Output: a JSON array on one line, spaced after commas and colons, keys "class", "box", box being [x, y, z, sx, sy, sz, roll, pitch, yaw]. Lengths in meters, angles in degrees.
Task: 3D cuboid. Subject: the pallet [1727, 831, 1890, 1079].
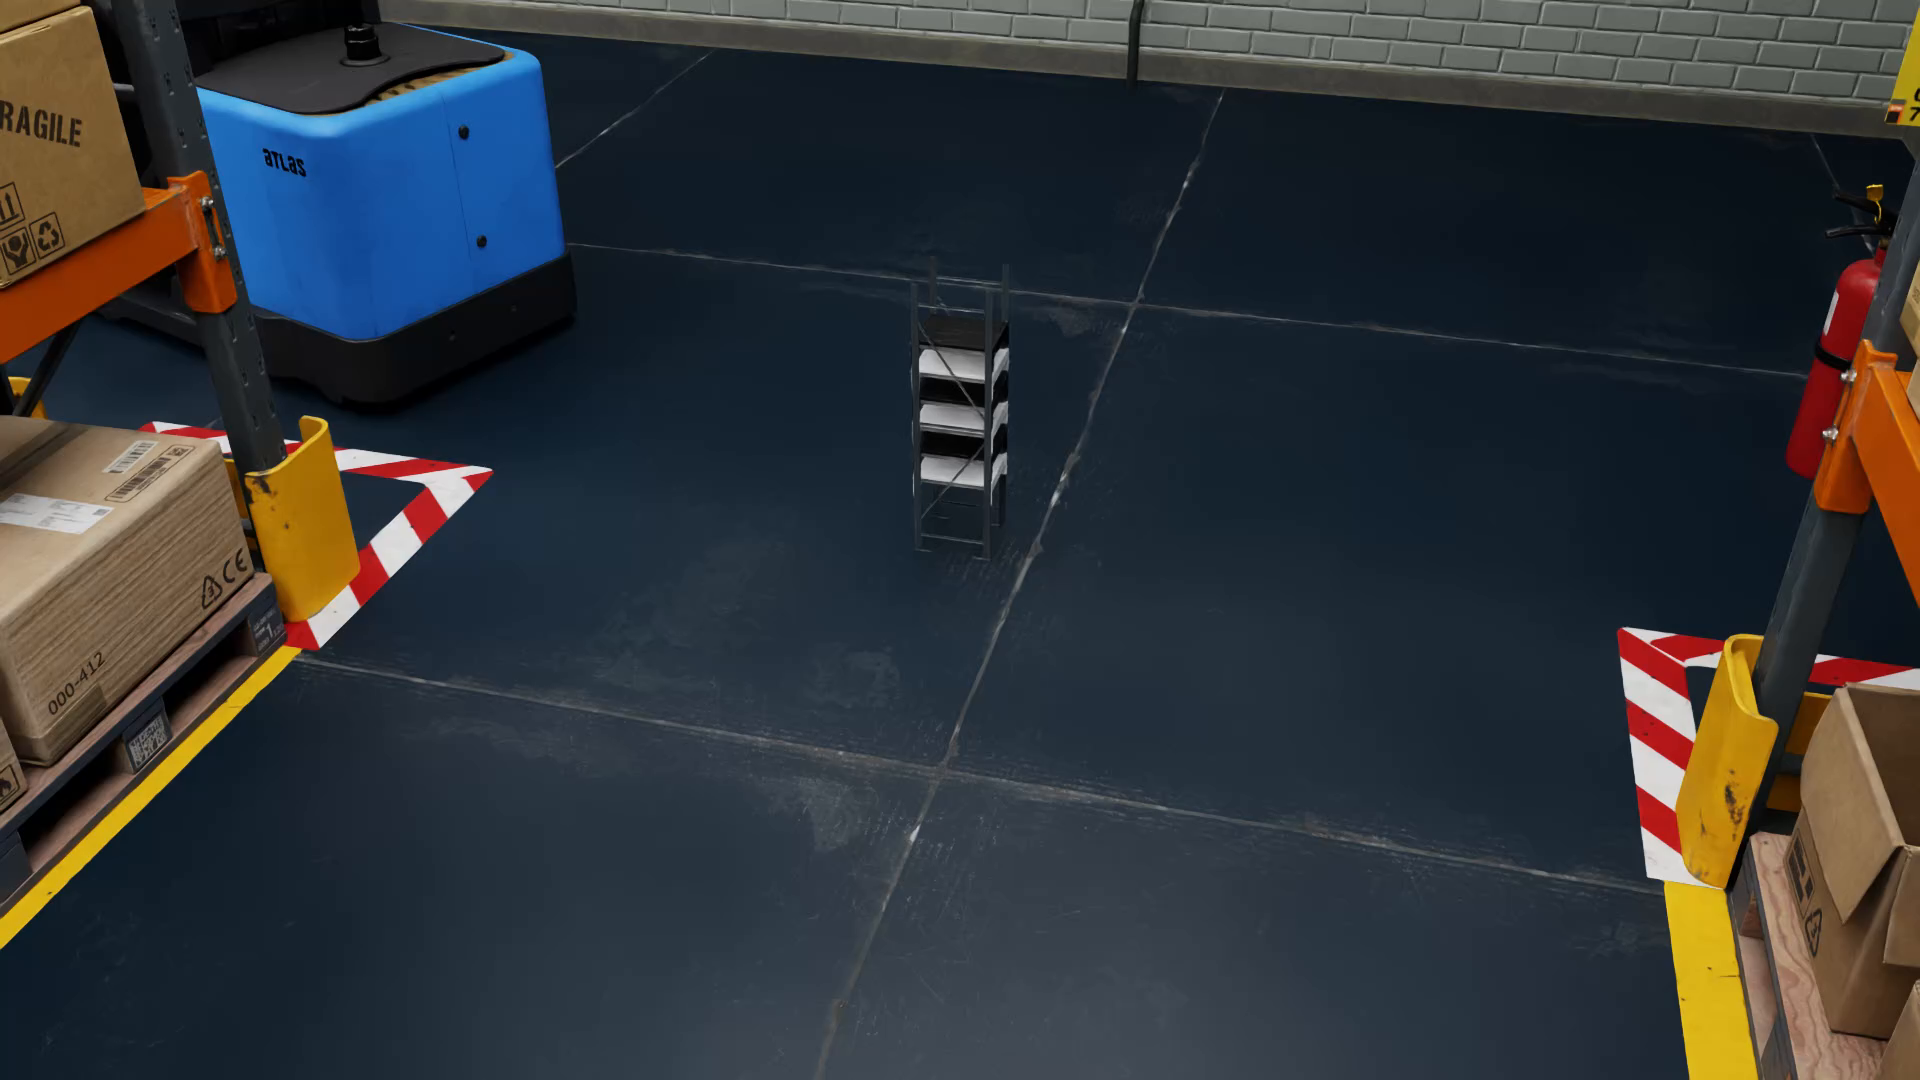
[{"class": "pallet", "box": [2.142, 1.132, 3.273, 1.003, 0.211, 1.213, 8, 33, 12]}]

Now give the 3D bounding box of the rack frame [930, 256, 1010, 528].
[{"class": "rack frame", "box": [0.028, -0.437, 5.098, 0.240, 0.900, 0.006, 8, 33, 12]}]

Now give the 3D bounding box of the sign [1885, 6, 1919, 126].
[{"class": "sign", "box": [1.838, -0.938, 3.122, 0.100, 0.325, 0.005, 8, 33, 12]}]

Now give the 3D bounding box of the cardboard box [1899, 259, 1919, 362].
[{"class": "cardboard box", "box": [1.987, -0.362, 2.886, 0.500, 0.250, 0.500, 8, 33, 13]}]

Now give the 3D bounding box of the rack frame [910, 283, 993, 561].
[{"class": "rack frame", "box": [-0.024, -0.331, 4.932, 0.240, 0.900, 0.006, 8, 33, 12]}]

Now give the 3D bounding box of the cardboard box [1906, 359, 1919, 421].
[{"class": "cardboard box", "box": [2.014, -0.259, 3.096, 0.380, 0.149, 0.250, 8, 33, 12]}]

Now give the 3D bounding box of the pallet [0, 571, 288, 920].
[{"class": "pallet", "box": [-2.567, 0.430, 4.377, 1.003, 0.211, 1.213, 8, 33, 12]}]

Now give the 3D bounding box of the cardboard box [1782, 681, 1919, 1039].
[{"class": "cardboard box", "box": [2.116, 0.682, 3.316, 0.797, 0.503, 0.637, 7, 33, 10]}]

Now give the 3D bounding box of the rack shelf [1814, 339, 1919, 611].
[{"class": "rack shelf", "box": [1.855, 0.843, 1.799, 1.077, 0.370, 4.000, 8, 33, 12]}]

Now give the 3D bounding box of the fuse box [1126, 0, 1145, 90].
[{"class": "fuse box", "box": [0.964, -3.196, 8.683, 0.539, 1.711, 0.414, 8, 33, 12]}]

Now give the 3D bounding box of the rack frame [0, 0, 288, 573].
[{"class": "rack frame", "box": [-2.439, -1.172, 4.298, 1.000, 3.000, 0.127, 8, 33, 12]}]

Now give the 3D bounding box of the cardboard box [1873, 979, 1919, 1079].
[{"class": "cardboard box", "box": [1.861, 1.122, 2.628, 0.700, 0.500, 0.500, 9, 34, 14]}]

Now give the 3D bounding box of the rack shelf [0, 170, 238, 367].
[{"class": "rack shelf", "box": [-2.947, 0.169, 2.859, 1.077, 0.370, 4.000, 8, 33, 12]}]

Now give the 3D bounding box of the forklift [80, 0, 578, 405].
[{"class": "forklift", "box": [-3.016, -2.321, 6.170, 3.031, 2.935, 1.130, 20, 37, 28]}]

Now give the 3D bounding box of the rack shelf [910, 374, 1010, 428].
[{"class": "rack shelf", "box": [0.002, -0.432, 4.985, 0.258, 0.077, 0.200, 8, 33, 12]}]

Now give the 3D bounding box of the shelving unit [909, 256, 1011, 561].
[{"class": "shelving unit", "box": [0.002, -0.384, 5.015, 0.258, 0.900, 0.210, 8, 33, 12]}]

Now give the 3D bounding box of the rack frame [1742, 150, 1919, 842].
[{"class": "rack frame", "box": [2.363, -0.498, 3.238, 1.000, 3.000, 0.127, 8, 33, 12]}]

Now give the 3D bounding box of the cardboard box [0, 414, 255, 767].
[{"class": "cardboard box", "box": [-2.510, 0.088, 4.313, 0.875, 0.438, 0.875, 7, 33, 11]}]

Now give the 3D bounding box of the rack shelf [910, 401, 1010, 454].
[{"class": "rack shelf", "box": [0.002, -0.356, 5.033, 0.258, 0.077, 0.200, 8, 33, 12]}]

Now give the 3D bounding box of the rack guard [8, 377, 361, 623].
[{"class": "rack guard", "box": [-2.433, -0.130, 4.988, 1.175, 0.500, 0.348, 8, 33, 12]}]

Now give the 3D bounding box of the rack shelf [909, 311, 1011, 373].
[{"class": "rack shelf", "box": [0.002, -0.584, 4.888, 0.258, 0.077, 0.200, 8, 33, 12]}]

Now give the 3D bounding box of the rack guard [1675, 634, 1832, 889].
[{"class": "rack guard", "box": [2.344, 0.596, 3.847, 1.175, 0.500, 0.348, 8, 33, 12]}]

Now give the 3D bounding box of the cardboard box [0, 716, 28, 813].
[{"class": "cardboard box", "box": [-2.734, 0.564, 3.564, 0.875, 0.438, 0.875, 9, 34, 14]}]

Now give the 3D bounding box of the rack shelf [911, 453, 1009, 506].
[{"class": "rack shelf", "box": [0.002, -0.204, 5.130, 0.258, 0.077, 0.200, 8, 33, 12]}]

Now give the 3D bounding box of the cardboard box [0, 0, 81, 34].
[{"class": "cardboard box", "box": [-2.331, -1.354, 3.559, 0.500, 0.500, 0.500, 9, 34, 14]}]

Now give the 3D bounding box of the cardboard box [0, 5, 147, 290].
[{"class": "cardboard box", "box": [-2.306, -0.928, 3.821, 0.500, 0.500, 0.500, 8, 33, 13]}]

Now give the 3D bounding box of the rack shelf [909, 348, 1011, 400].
[{"class": "rack shelf", "box": [0.002, -0.508, 4.937, 0.258, 0.077, 0.200, 8, 33, 12]}]

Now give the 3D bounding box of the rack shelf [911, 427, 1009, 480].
[{"class": "rack shelf", "box": [0.002, -0.280, 5.081, 0.258, 0.077, 0.200, 8, 33, 12]}]

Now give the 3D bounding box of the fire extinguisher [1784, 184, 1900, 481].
[{"class": "fire extinguisher", "box": [1.953, -0.448, 3.578, 0.296, 0.674, 0.183, 8, 33, 12]}]
